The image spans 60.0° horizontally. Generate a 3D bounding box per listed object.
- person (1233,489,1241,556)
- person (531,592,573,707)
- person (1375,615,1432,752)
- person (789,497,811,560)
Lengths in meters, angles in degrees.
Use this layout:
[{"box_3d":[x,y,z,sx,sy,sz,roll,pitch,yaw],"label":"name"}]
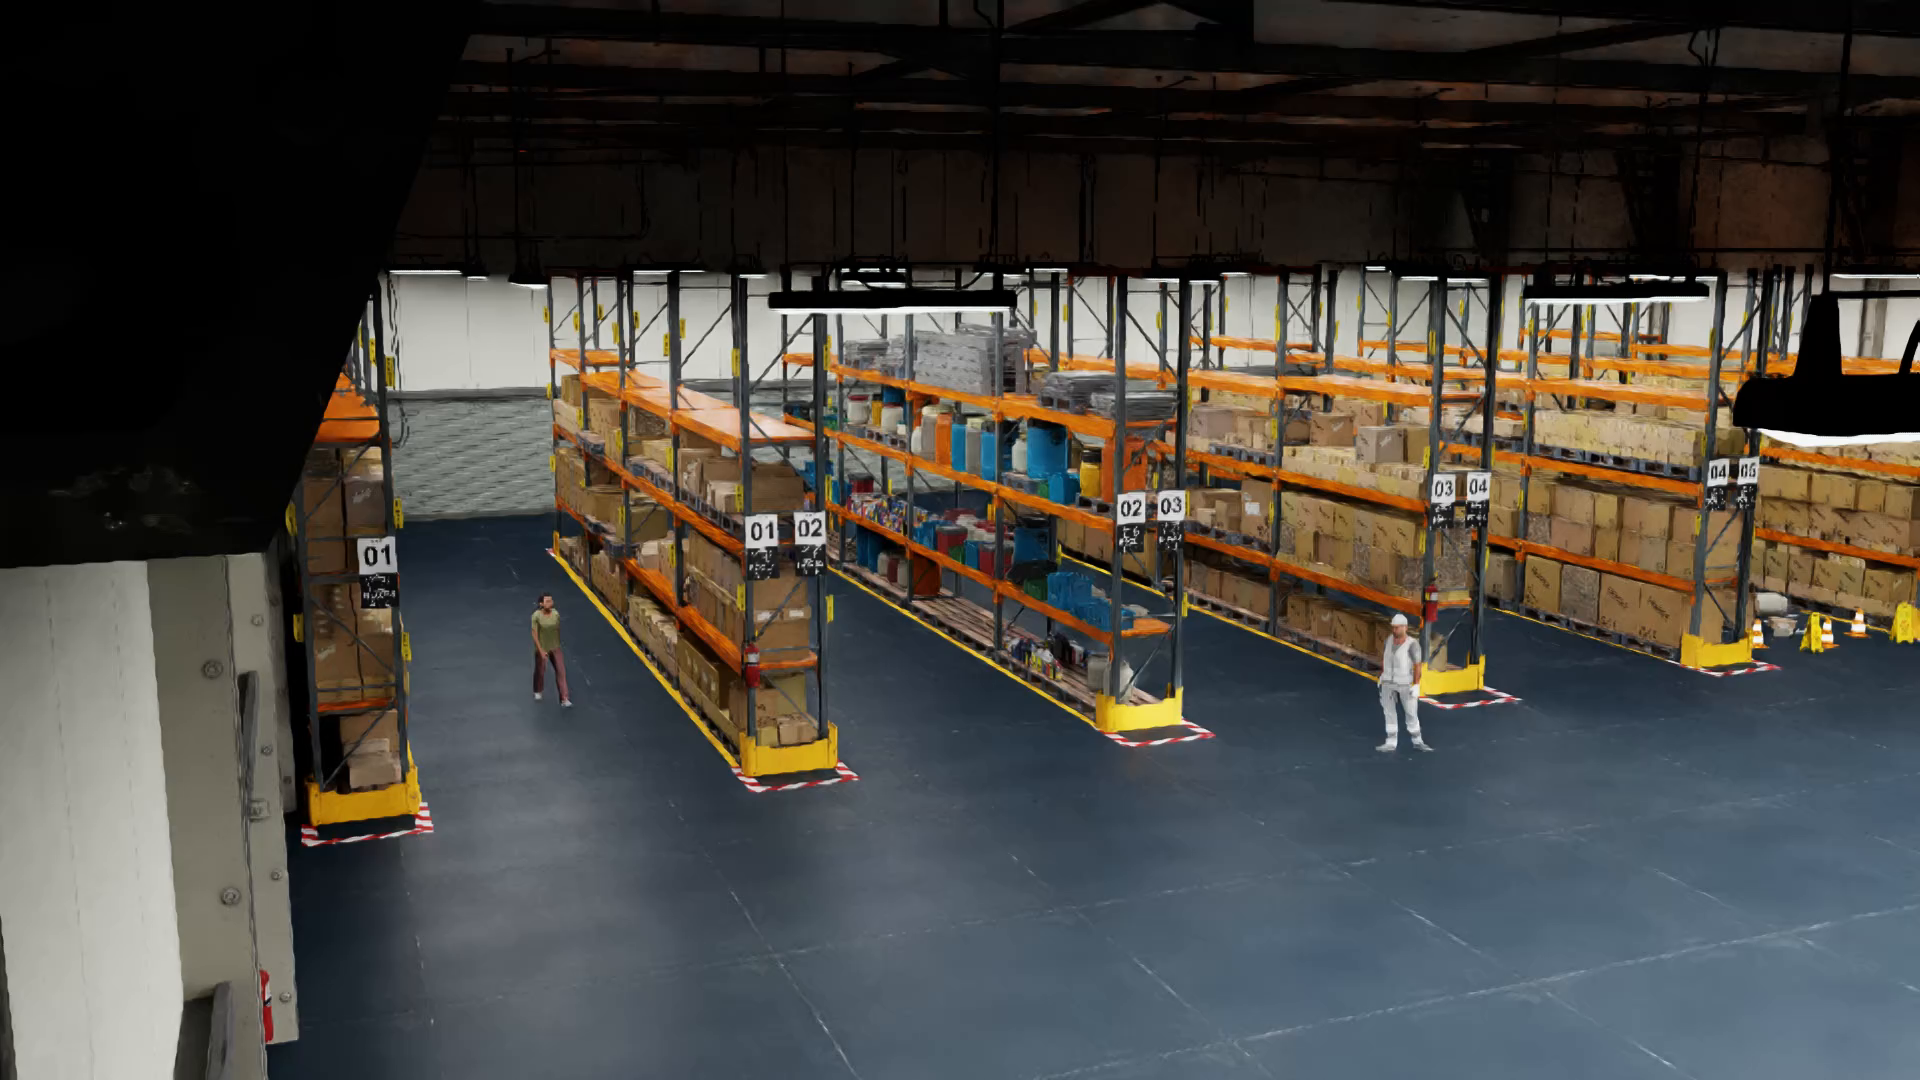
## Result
[{"box_3d":[5.418,-0.236,33.338,0.639,1.632,0.512,-4,11,-23],"label":"person"},{"box_3d":[-5.775,1.511,23.273,0.446,1.604,1.016,-6,11,-29],"label":"person"},{"box_3d":[5.640,1.822,21.113,0.732,1.787,0.477,8,13,38],"label":"person"},{"box_3d":[-3.259,-0.323,33.920,0.523,1.585,0.946,0,10,0],"label":"person"}]
